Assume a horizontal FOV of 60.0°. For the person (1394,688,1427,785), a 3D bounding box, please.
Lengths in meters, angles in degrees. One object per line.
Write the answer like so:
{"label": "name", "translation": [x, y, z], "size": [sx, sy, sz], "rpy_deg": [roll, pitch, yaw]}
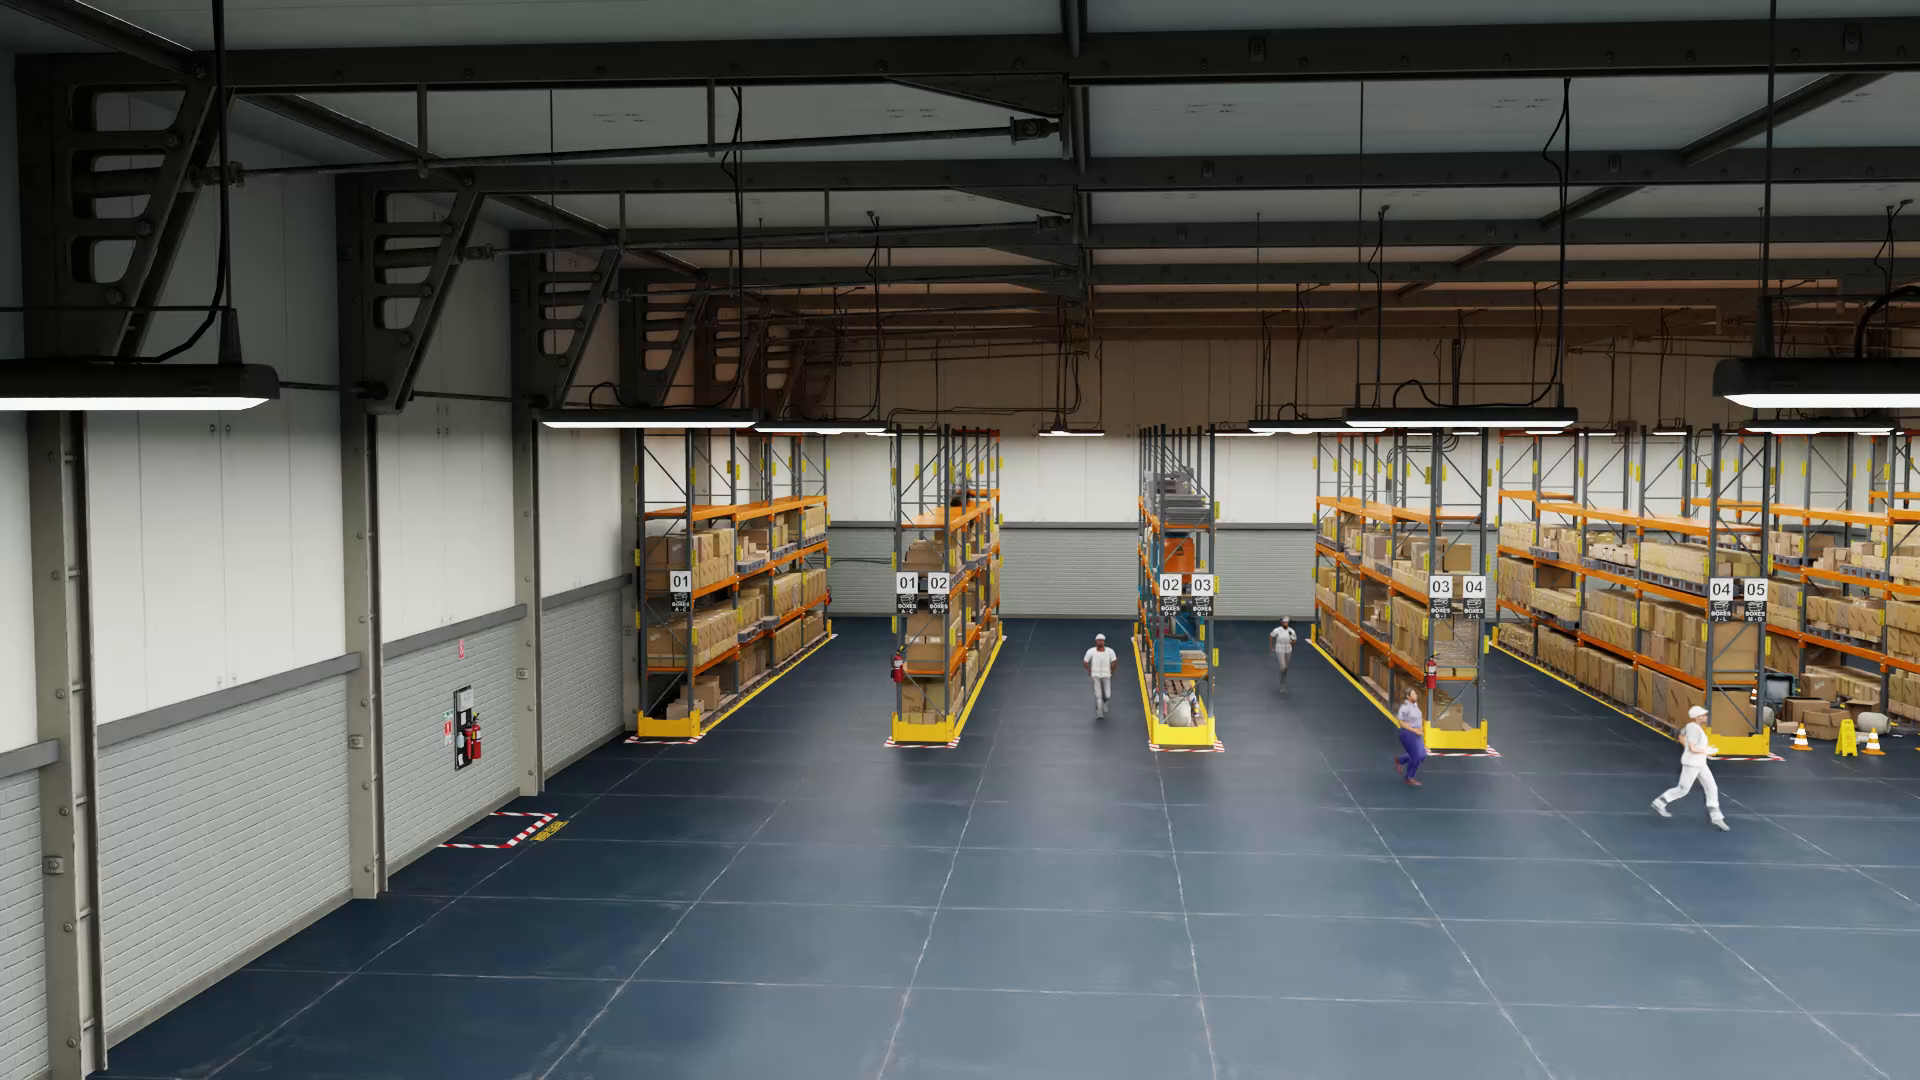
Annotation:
{"label": "person", "translation": [7.443, 3.253, 27.605], "size": [0.556, 1.609, 0.609], "rpy_deg": [3, 4, 36]}

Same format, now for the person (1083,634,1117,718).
{"label": "person", "translation": [2.881, 2.787, 34.098], "size": [0.696, 1.718, 0.605], "rpy_deg": [0, 3, -1]}

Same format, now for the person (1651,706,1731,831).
{"label": "person", "translation": [10.757, 3.346, 24.469], "size": [1.088, 1.818, 0.621], "rpy_deg": [3, 4, 38]}

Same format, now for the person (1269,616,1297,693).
{"label": "person", "translation": [7.355, 2.587, 37.768], "size": [0.536, 1.745, 0.828], "rpy_deg": [-1, 4, -10]}
